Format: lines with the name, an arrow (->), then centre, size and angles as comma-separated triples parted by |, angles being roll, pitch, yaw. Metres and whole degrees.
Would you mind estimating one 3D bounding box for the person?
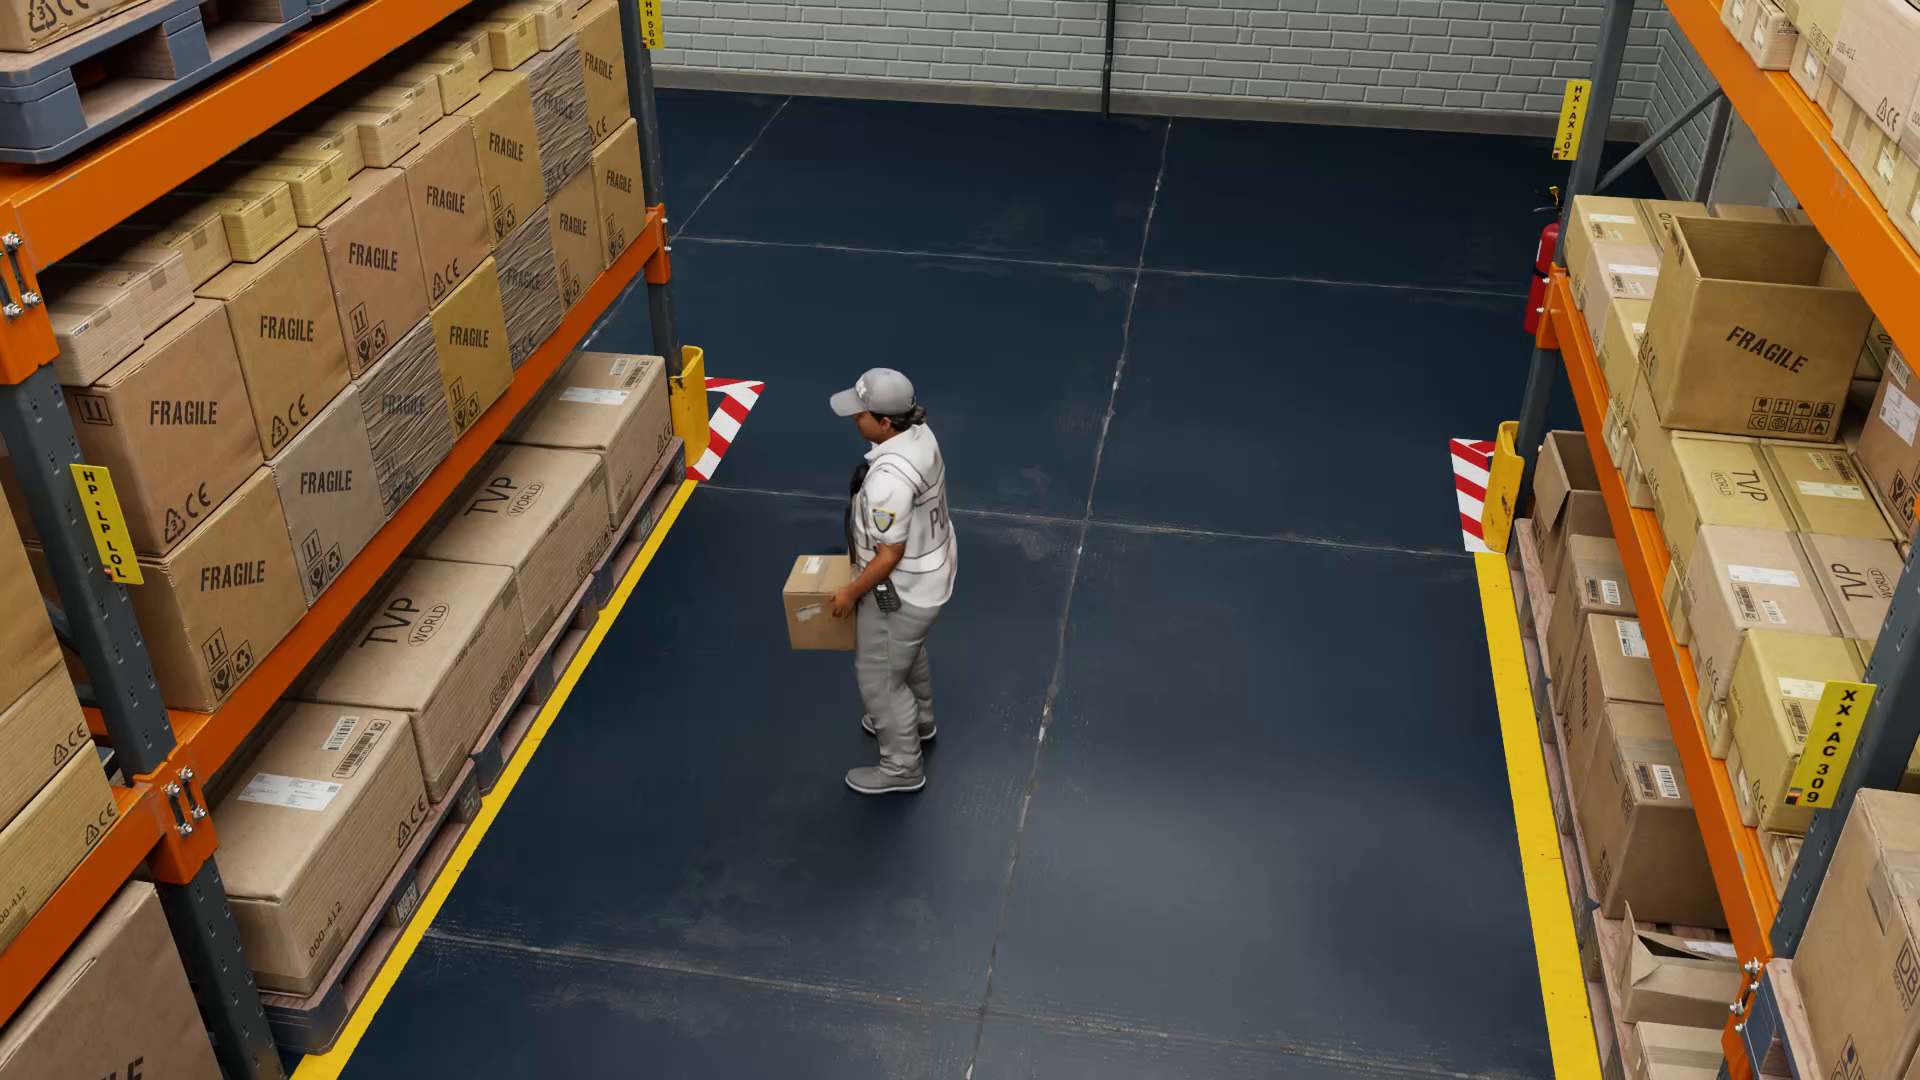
person -> -0.229, 0.142, 5.905 | 0.426, 1.672, 0.513 | 5, 33, 7
